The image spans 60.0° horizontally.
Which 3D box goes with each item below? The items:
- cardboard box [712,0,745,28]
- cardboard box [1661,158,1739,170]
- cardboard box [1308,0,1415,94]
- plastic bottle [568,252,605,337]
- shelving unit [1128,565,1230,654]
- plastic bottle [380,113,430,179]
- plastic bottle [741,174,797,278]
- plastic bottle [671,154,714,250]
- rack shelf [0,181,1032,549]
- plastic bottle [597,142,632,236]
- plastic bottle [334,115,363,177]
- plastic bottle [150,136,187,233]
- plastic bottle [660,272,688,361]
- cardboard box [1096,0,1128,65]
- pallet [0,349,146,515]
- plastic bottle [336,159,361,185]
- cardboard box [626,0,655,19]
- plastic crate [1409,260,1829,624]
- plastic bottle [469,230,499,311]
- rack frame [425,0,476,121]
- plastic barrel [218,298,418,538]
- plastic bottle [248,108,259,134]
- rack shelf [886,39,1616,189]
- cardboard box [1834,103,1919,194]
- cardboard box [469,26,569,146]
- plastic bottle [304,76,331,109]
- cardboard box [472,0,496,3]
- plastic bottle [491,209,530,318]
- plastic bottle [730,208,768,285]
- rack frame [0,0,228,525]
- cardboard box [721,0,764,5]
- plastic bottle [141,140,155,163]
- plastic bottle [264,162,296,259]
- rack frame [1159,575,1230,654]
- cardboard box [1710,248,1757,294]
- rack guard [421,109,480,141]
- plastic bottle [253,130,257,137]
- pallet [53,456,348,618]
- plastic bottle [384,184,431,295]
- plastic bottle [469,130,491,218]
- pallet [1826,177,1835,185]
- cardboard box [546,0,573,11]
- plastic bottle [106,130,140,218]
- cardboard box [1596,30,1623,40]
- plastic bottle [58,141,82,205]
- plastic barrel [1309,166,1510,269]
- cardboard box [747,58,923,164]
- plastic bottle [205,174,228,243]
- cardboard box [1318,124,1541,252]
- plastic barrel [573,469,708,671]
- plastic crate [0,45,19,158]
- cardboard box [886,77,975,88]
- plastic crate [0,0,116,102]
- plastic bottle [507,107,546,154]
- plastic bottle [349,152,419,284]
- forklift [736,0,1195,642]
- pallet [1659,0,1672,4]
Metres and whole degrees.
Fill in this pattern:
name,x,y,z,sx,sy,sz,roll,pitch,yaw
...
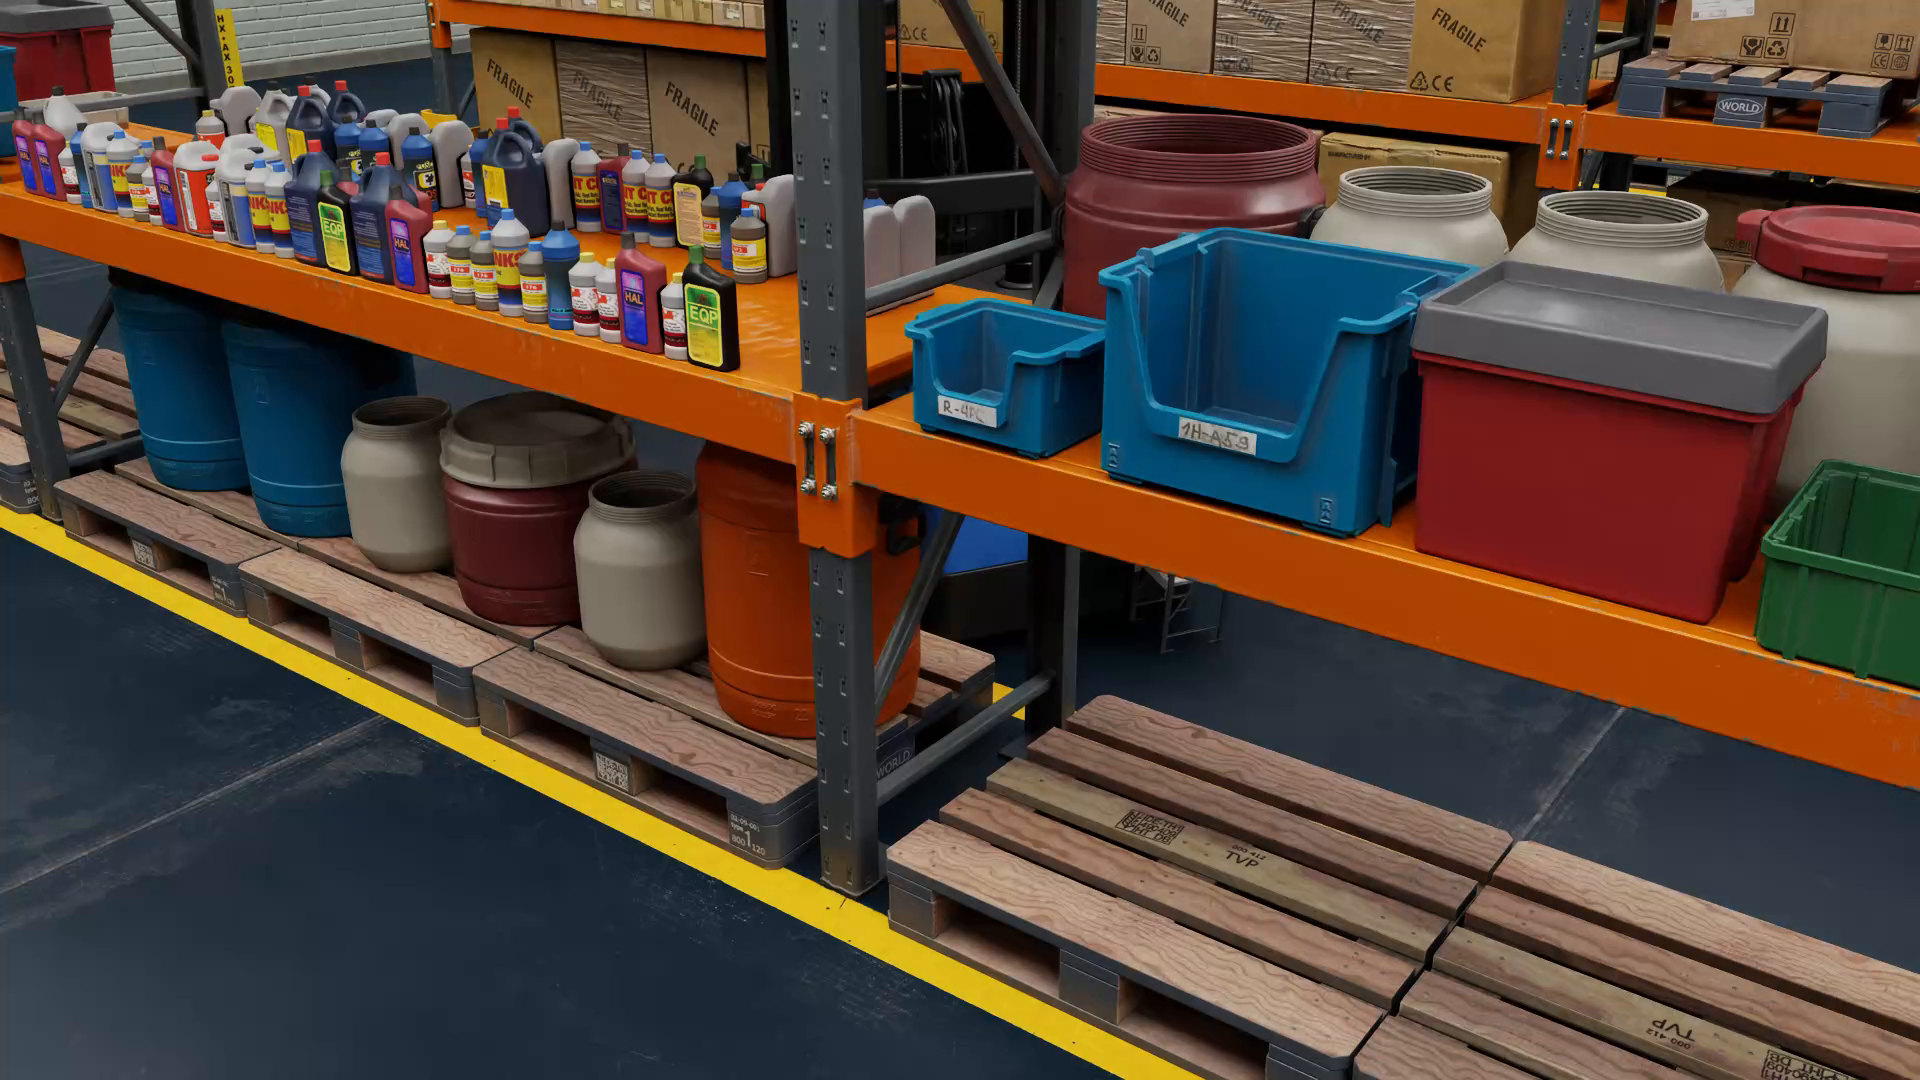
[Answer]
name,x,y,z,sx,sy,sz,roll,pitch,yaw
cardboard box,-1.296,-3.244,10.205,0.250,0.149,0.380,17,29,34
cardboard box,5.335,-2.936,11.774,0.500,0.500,0.500,17,29,33
cardboard box,2.024,-2.445,7.955,0.500,0.500,0.500,17,29,33
plastic bottle,-0.931,-0.622,4.188,0.097,0.201,0.097,0,24,0
shelving unit,0.737,-0.088,5.311,0.258,0.900,0.210,-10,32,-22
plastic bottle,-1.896,-1.316,5.671,0.135,0.276,0.152,17,29,33
plastic bottle,-0.530,-0.903,4.734,0.135,0.276,0.152,17,29,33
plastic bottle,-0.795,-1.010,4.966,0.133,0.283,0.061,17,29,33
rack shelf,-1.608,-0.794,5.224,4.000,0.370,1.077,17,29,33
plastic bottle,-1.057,-1.089,5.146,0.133,0.283,0.061,17,29,33
plastic bottle,-2.063,-1.302,5.644,0.097,0.271,0.097,0,24,0
plastic bottle,-2.460,-1.112,5.199,0.133,0.283,0.061,17,29,33
plastic bottle,-0.669,-0.543,4.007,0.097,0.201,0.097,0,24,0
cardboard box,0.783,-2.816,8.797,0.500,0.500,0.500,16,28,32
pallet,-3.820,-0.496,7.114,1.213,0.211,1.003,17,29,33
plastic bottle,-1.821,-0.996,4.949,0.097,0.271,0.097,0,24,0
cardboard box,-1.910,-3.430,10.627,0.250,0.149,0.380,17,29,34
plastic crate,1.102,-0.179,2.857,0.583,0.464,0.402,17,29,33
plastic bottle,-1.243,-0.716,4.401,0.097,0.201,0.097,0,24,0
rack frame,-3.439,-4.172,11.999,0.127,3.000,1.000,17,29,33
plastic barrel,-2.217,-0.530,5.815,0.708,0.901,0.600,17,29,33
plastic bottle,-2.590,-1.506,6.193,0.097,0.201,0.097,0,24,0
rack shelf,1.362,-2.392,8.851,4.000,0.370,1.077,17,29,33
cardboard box,6.452,-2.800,11.153,0.750,0.750,1.050,16,29,33
cardboard box,-2.879,-3.263,12.050,0.875,0.875,0.875,17,29,33
plastic bottle,-2.277,-1.467,5.921,0.185,0.351,0.144,17,29,33
cardboard box,-3.146,-3.803,11.473,0.250,0.149,0.380,16,29,33
plastic bottle,-1.165,-0.724,4.334,0.097,0.271,0.097,0,24,0
plastic bottle,-0.590,-0.825,4.648,0.097,0.201,0.097,0,24,0
rack frame,-3.208,-1.607,6.176,0.127,3.000,1.000,17,29,33
cardboard box,-1.164,-3.419,10.106,0.500,0.250,0.500,18,29,35
plastic bottle,-2.714,-1.237,5.584,0.097,0.201,0.097,0,24,0
plastic bottle,-1.986,-0.973,4.897,0.097,0.271,0.097,0,24,0
rack frame,0.779,-0.041,5.232,0.240,0.900,0.006,-10,32,-22
cardboard box,3.511,-1.139,7.670,0.500,0.500,0.700,15,28,31
rack guard,-3.458,-3.034,12.516,0.348,0.500,1.175,17,29,33
plastic bottle,-2.467,-1.392,5.935,0.097,0.201,0.097,0,24,0
pallet,-2.616,-0.131,6.285,1.213,0.211,1.003,17,29,33
plastic bottle,-1.502,-0.823,4.542,0.133,0.283,0.061,17,29,33
plastic bottle,-1.531,-1.187,5.383,0.097,0.271,0.097,0,24,0
pallet,6.604,-2.322,11.259,1.213,0.211,1.003,17,29,33
cardboard box,-2.529,-3.617,11.050,0.250,0.149,0.380,16,28,32
plastic bottle,-2.697,-1.188,5.385,0.097,0.271,0.097,0,24,0
cardboard box,4.818,-3.696,12.568,0.500,0.250,0.500,17,29,34
plastic bottle,-2.961,-1.235,5.580,0.097,0.201,0.097,0,24,0
plastic barrel,0.944,-0.511,3.550,0.421,0.512,0.421,0,24,0
cardboard box,-0.718,-2.610,10.568,0.875,0.875,0.875,17,29,33
plastic bottle,-2.249,-1.020,5.092,0.097,0.201,0.097,0,24,0
cardboard box,2.423,-1.631,8.346,0.875,0.875,1.225,15,28,31
plastic barrel,-0.915,0.086,4.899,0.421,0.512,0.421,0,24,0
plastic crate,-3.787,-1.630,6.174,0.575,0.384,0.392,17,29,33
cardboard box,0.286,-2.276,9.810,0.875,0.875,1.225,17,29,33
plastic crate,-3.773,-1.960,6.825,0.583,0.464,0.402,17,29,33
plastic bottle,-1.395,-1.201,5.317,0.185,0.351,0.144,17,29,33
plastic bottle,-1.604,-0.905,4.646,0.185,0.351,0.144,17,29,33
forklift,-0.255,-1.572,6.182,1.130,2.935,3.031,-10,26,-22
pallet,5.384,-3.863,11.536,1.003,0.211,1.213,17,29,33
